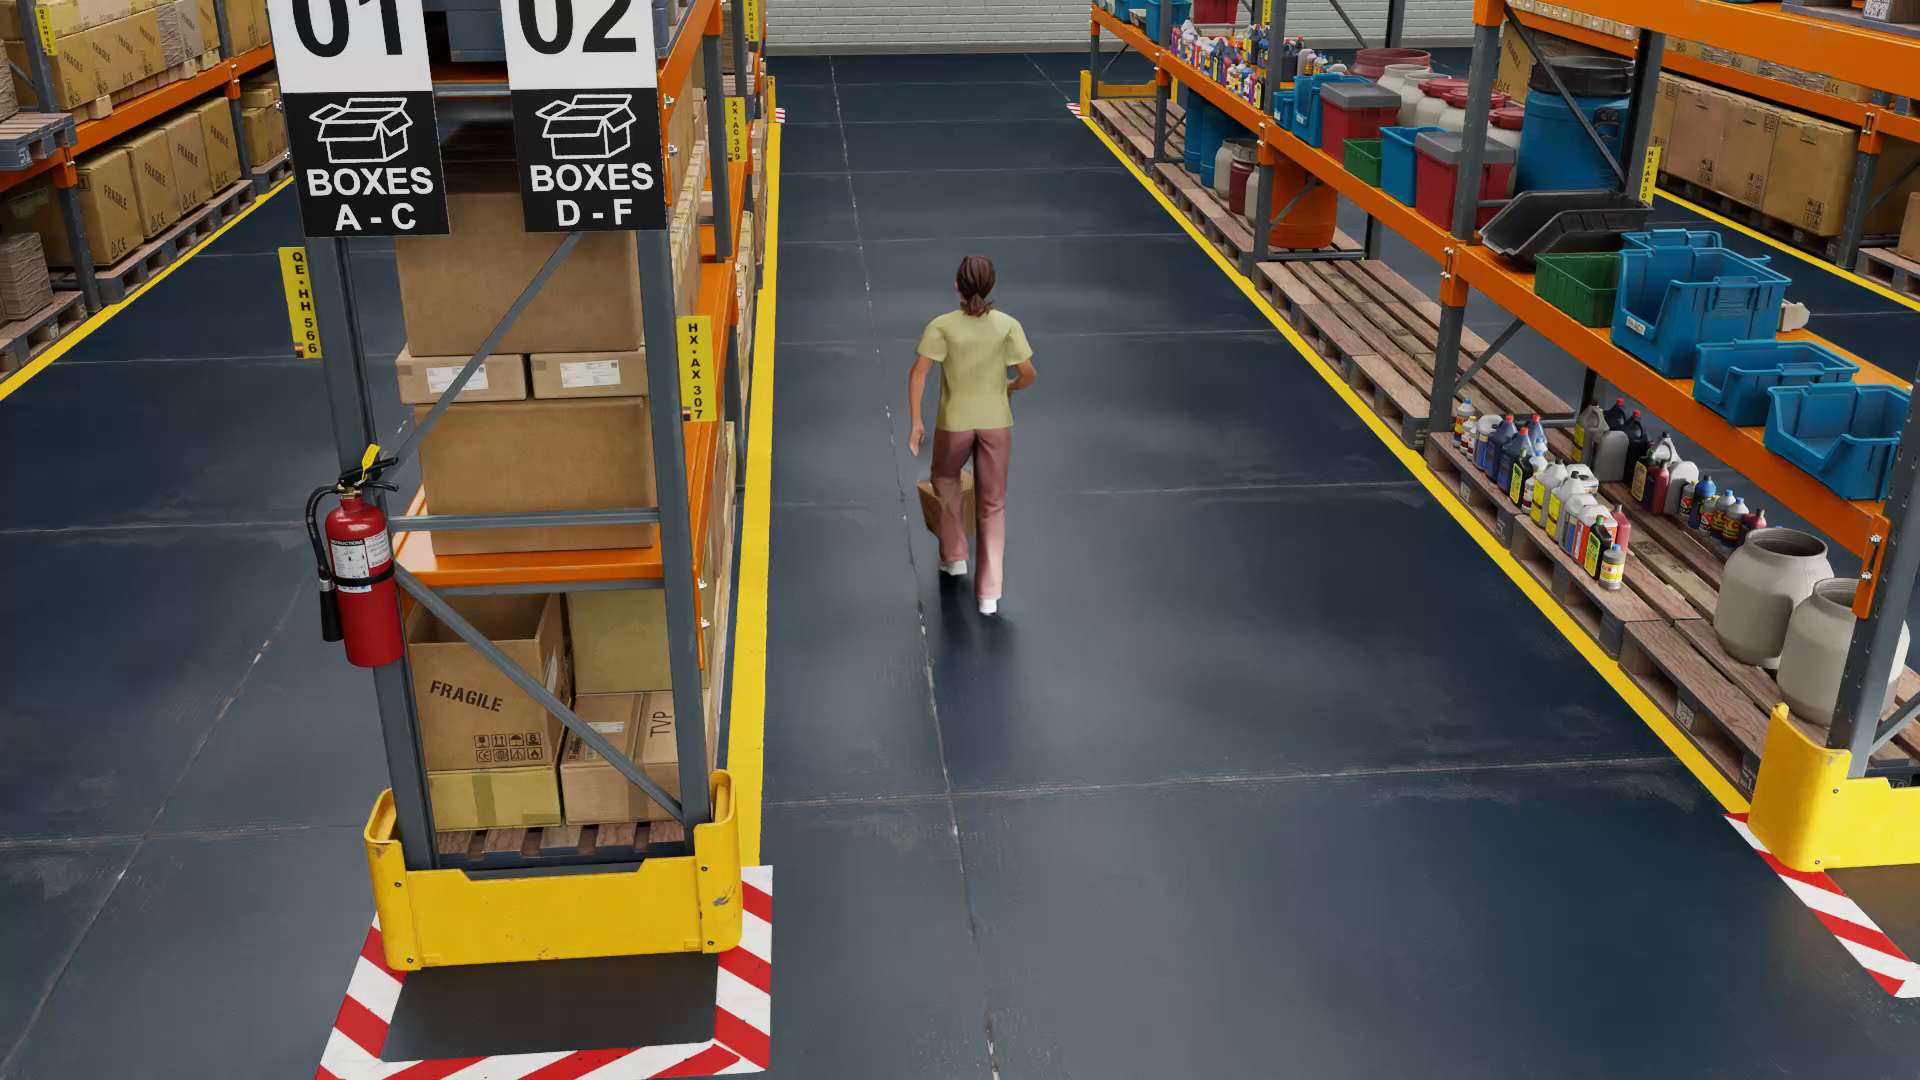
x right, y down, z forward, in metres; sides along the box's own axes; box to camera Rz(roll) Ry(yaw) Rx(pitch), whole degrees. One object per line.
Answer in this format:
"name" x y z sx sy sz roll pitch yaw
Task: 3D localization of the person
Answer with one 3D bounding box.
"person" 0.058 -0.518 7.822 0.595 1.634 0.648 -1 24 -2
